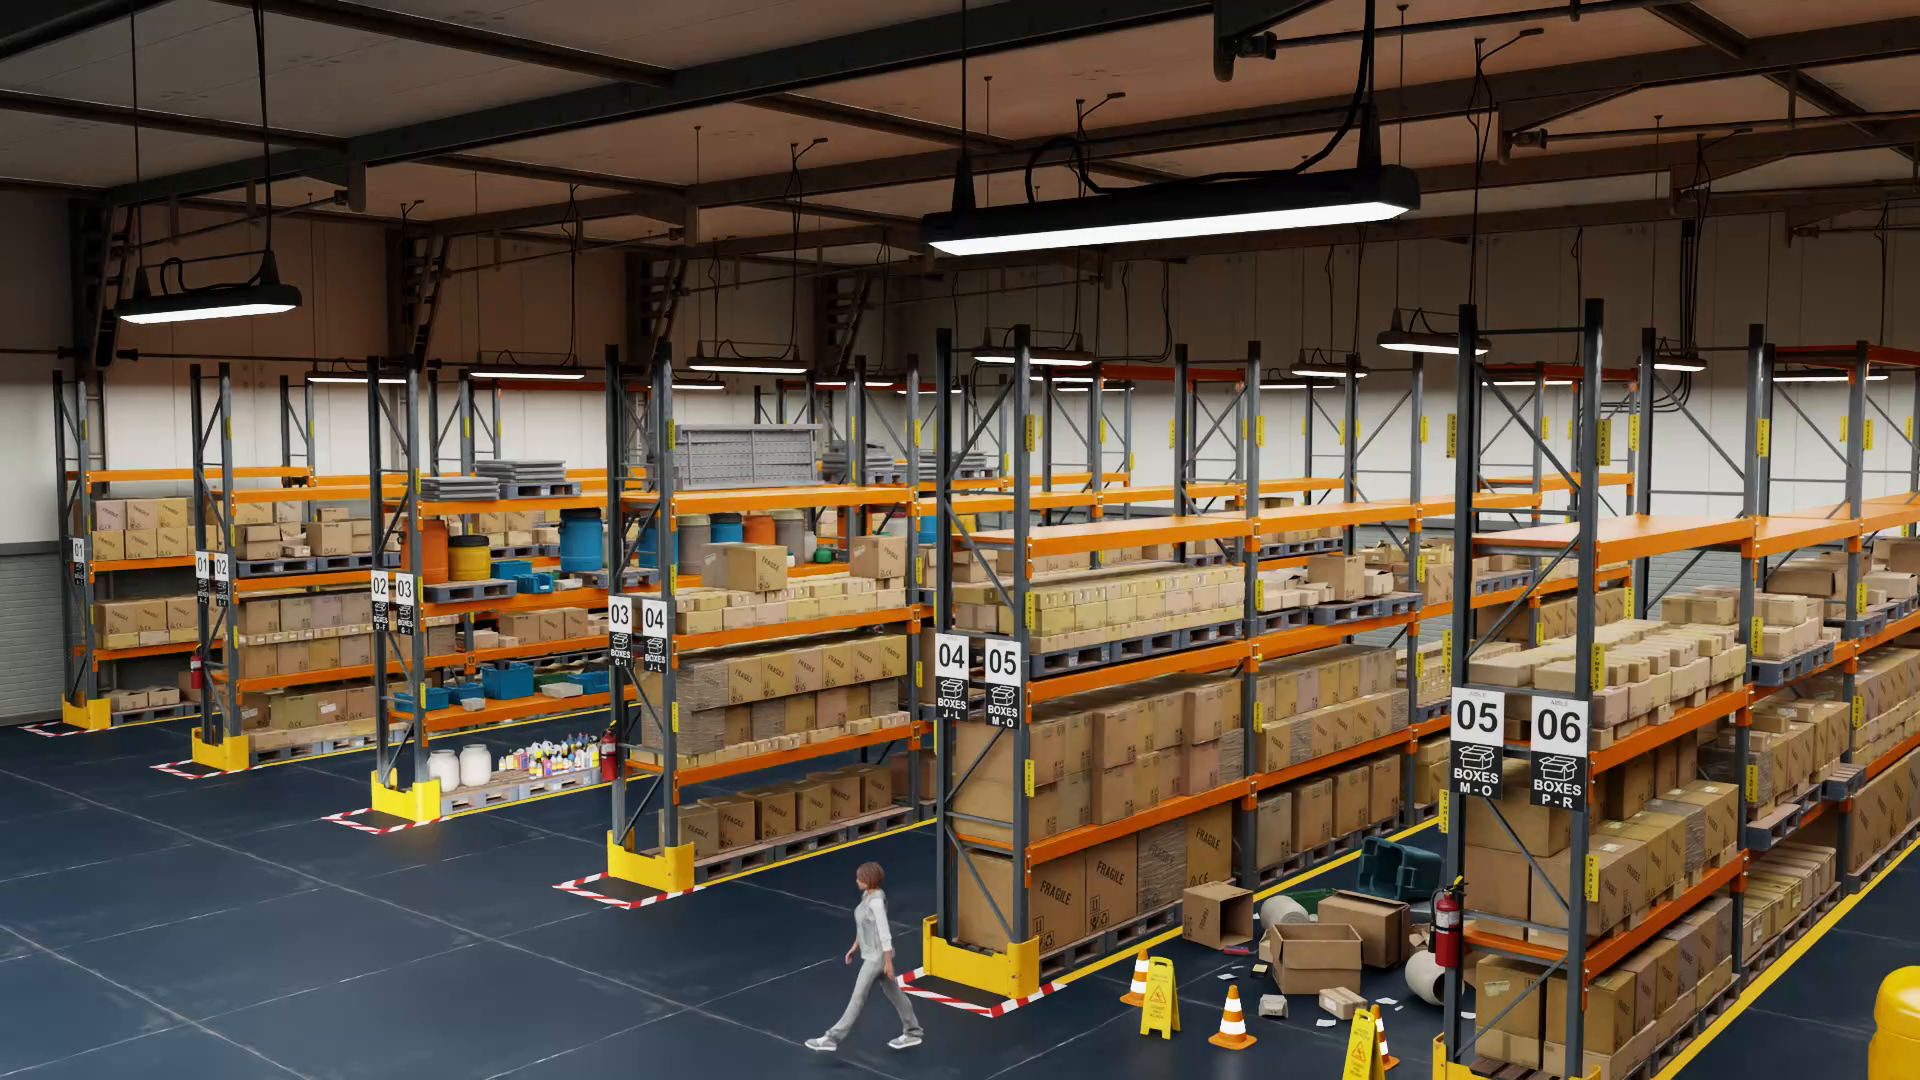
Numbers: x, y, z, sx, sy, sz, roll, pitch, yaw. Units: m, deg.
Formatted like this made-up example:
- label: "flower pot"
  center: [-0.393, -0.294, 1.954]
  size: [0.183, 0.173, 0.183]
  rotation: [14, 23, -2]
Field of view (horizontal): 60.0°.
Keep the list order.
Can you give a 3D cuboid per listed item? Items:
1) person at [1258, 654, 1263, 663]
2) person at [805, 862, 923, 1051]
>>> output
- label: "person"
  center: [4.319, 2.506, 24.498]
  size: [0.967, 1.716, 0.616]
  rotation: [-4, 6, -44]
- label: "person"
  center: [-0.777, 3.389, 13.549]
  size: [0.957, 1.547, 0.451]
  rotation: [0, 4, -3]
